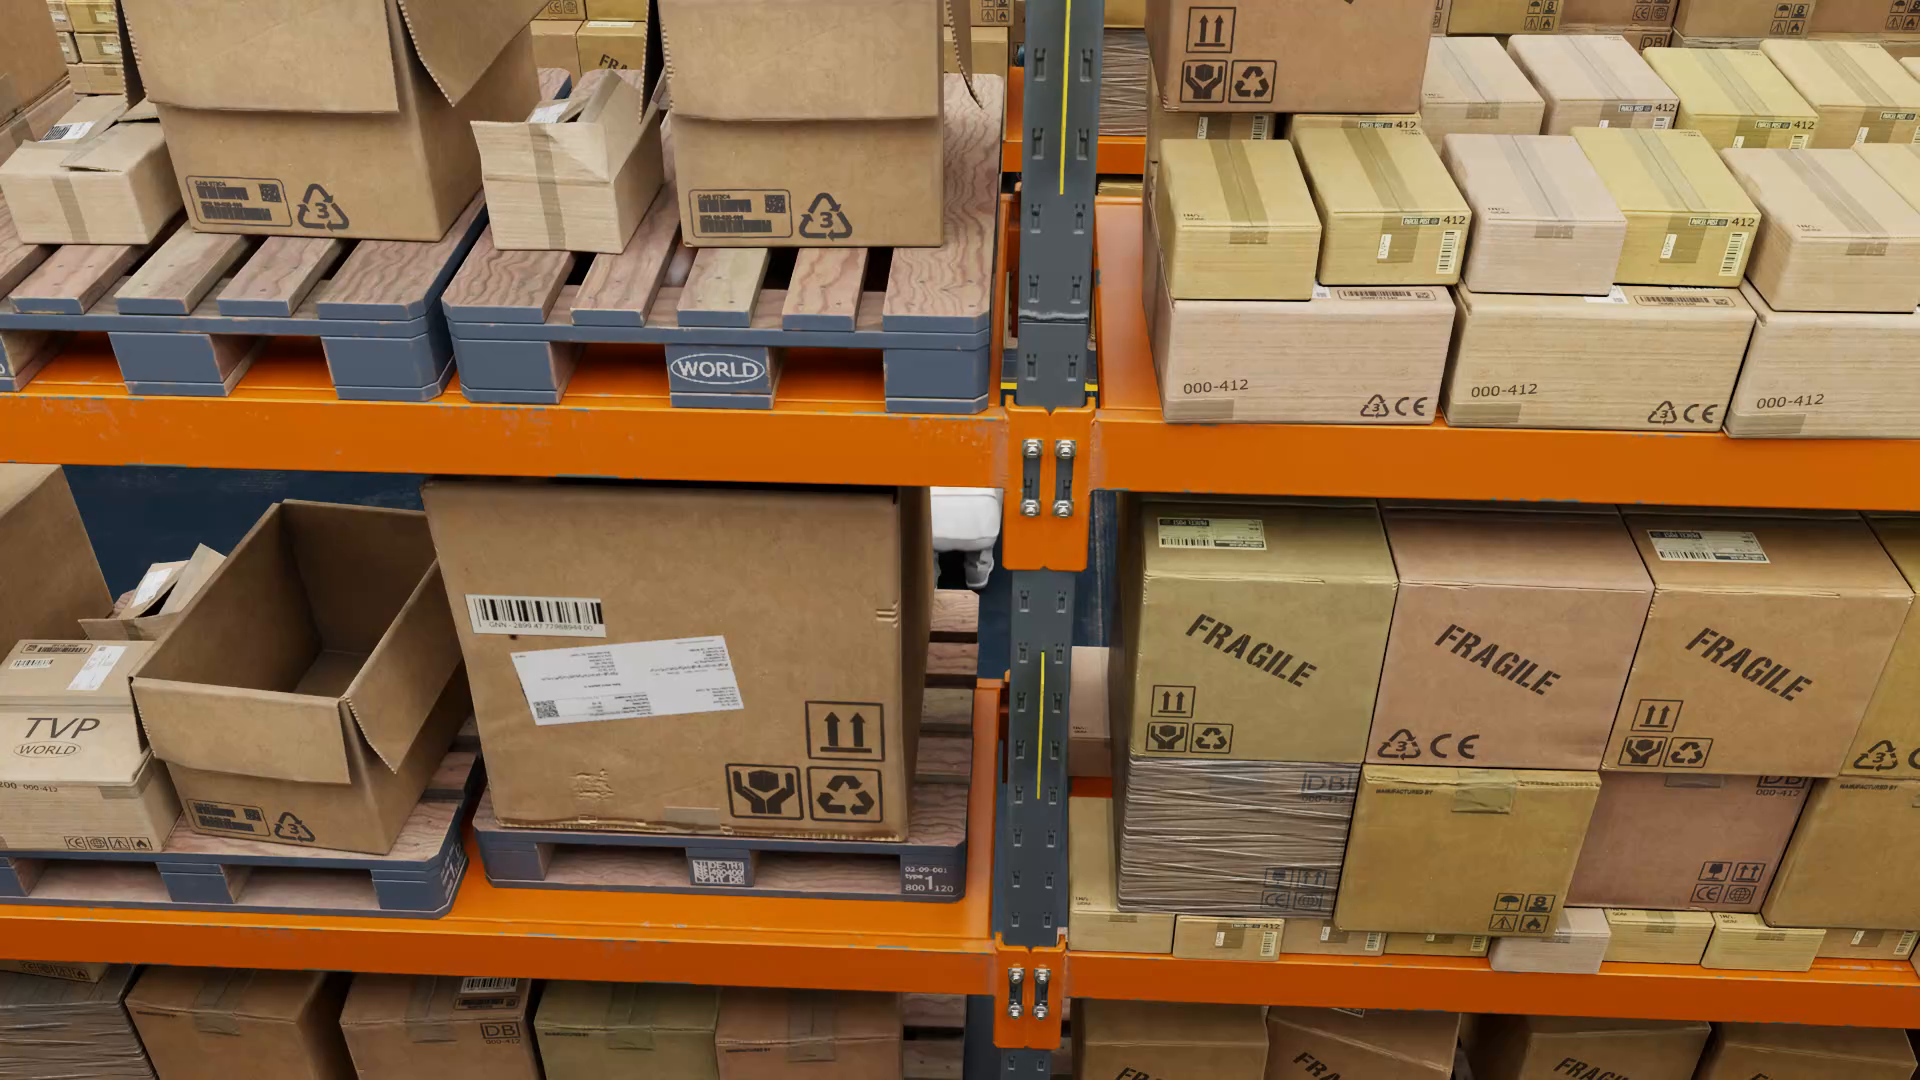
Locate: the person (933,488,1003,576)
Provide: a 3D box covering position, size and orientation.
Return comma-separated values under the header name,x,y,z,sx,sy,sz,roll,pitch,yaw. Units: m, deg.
name,x,y,z,sx,sy,sz,roll,pitch,yaw
person,-0.033,-0.218,7.257,0.468,0.846,0.869,1,36,2
